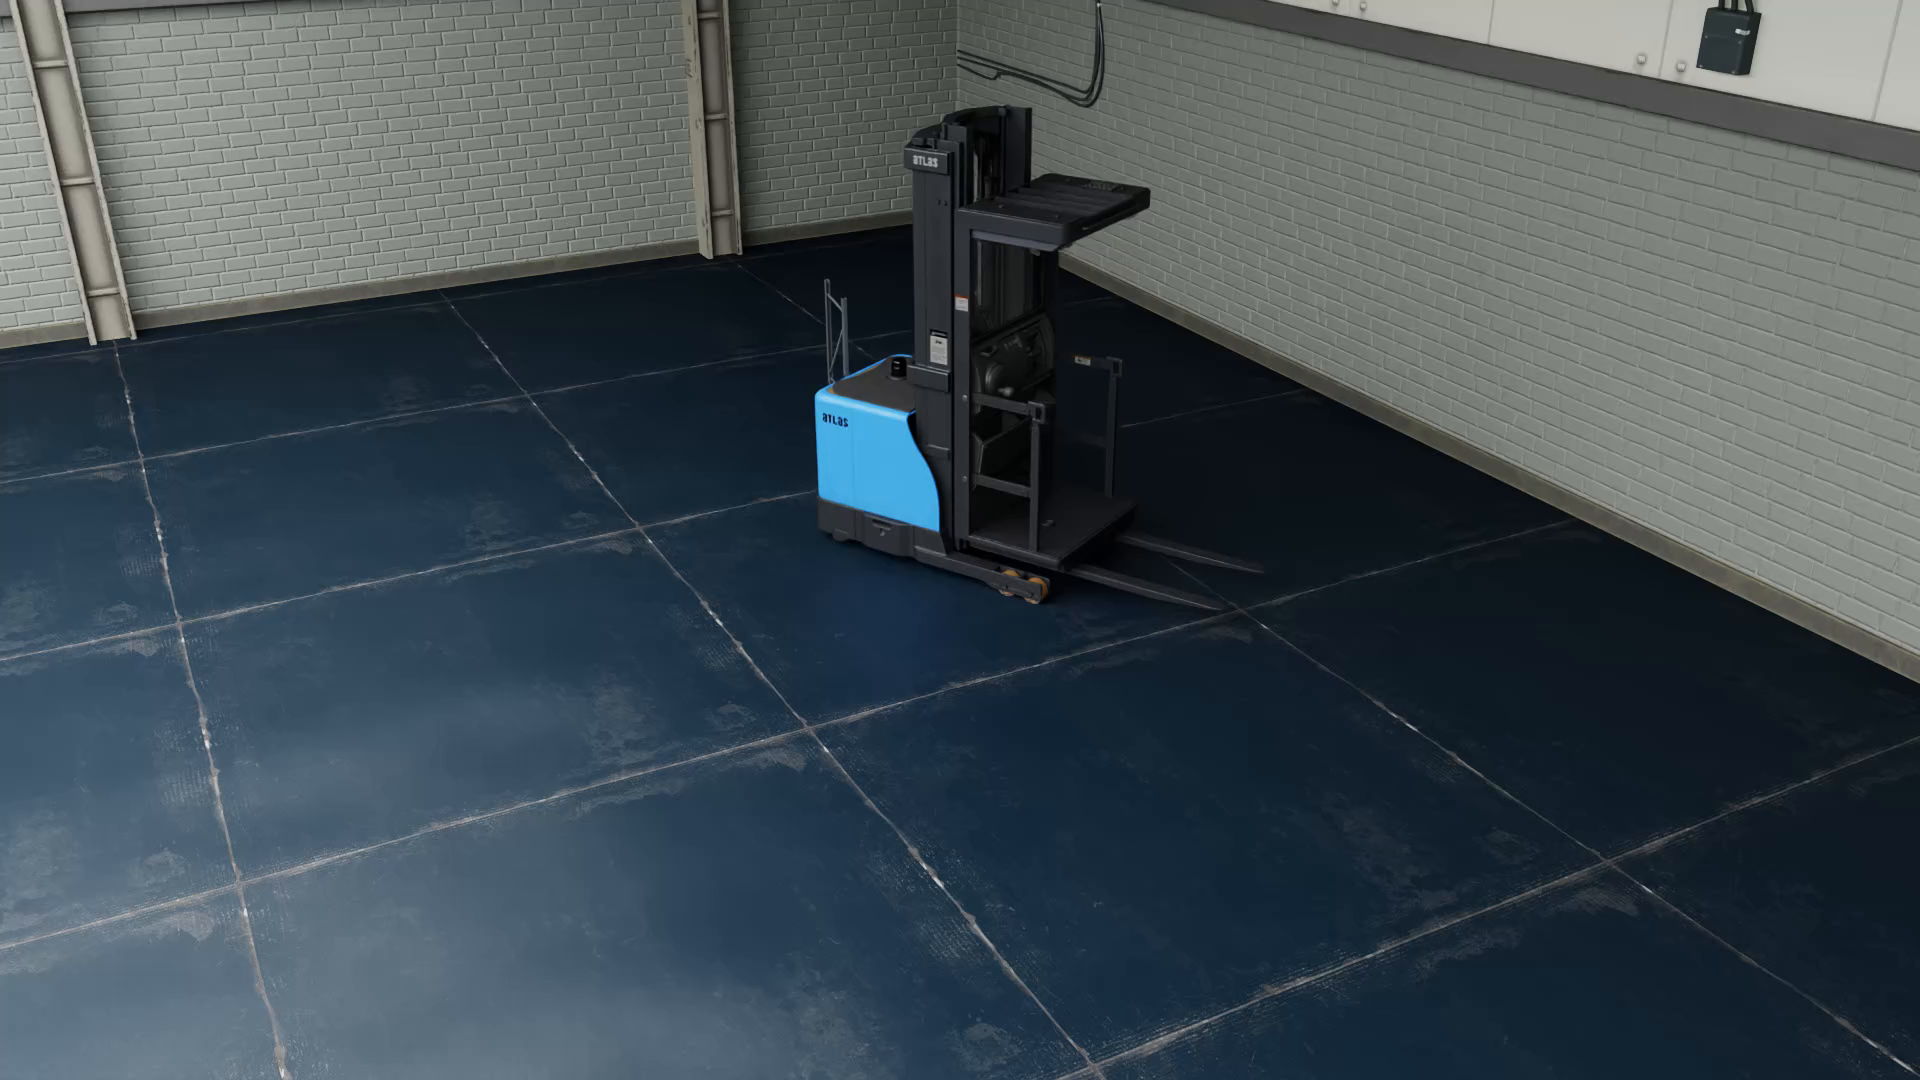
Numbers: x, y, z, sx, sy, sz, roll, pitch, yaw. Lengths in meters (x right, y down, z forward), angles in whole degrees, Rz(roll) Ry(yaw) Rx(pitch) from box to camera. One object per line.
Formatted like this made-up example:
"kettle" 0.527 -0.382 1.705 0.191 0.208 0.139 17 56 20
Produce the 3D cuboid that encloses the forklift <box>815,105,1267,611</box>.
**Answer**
"forklift" 0.522 -1.172 10.608 3.031 2.935 1.130 16 30 30

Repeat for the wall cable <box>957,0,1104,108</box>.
"wall cable" 0.629 -5.863 16.954 0.112 2.526 3.097 -13 29 -25

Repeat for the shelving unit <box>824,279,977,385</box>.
"shelving unit" -0.413 -1.177 12.271 1.083 1.500 0.587 -9 27 -17

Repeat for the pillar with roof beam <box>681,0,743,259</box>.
"pillar with roof beam" -0.567 -5.523 12.659 0.400 9.000 9.100 -13 29 -25

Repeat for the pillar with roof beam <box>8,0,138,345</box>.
"pillar with roof beam" -5.861 -4.301 10.114 0.400 9.000 9.100 -13 29 -25

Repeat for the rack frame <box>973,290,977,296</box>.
"rack frame" 0.076 -1.250 12.423 0.032 1.500 0.500 -9 27 -17

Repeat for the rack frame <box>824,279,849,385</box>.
"rack frame" -0.884 -1.106 12.124 0.032 1.500 0.500 -9 27 -17

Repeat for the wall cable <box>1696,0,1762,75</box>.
"wall cable" 5.082 -5.167 7.987 0.169 6.003 2.305 -13 29 -25
